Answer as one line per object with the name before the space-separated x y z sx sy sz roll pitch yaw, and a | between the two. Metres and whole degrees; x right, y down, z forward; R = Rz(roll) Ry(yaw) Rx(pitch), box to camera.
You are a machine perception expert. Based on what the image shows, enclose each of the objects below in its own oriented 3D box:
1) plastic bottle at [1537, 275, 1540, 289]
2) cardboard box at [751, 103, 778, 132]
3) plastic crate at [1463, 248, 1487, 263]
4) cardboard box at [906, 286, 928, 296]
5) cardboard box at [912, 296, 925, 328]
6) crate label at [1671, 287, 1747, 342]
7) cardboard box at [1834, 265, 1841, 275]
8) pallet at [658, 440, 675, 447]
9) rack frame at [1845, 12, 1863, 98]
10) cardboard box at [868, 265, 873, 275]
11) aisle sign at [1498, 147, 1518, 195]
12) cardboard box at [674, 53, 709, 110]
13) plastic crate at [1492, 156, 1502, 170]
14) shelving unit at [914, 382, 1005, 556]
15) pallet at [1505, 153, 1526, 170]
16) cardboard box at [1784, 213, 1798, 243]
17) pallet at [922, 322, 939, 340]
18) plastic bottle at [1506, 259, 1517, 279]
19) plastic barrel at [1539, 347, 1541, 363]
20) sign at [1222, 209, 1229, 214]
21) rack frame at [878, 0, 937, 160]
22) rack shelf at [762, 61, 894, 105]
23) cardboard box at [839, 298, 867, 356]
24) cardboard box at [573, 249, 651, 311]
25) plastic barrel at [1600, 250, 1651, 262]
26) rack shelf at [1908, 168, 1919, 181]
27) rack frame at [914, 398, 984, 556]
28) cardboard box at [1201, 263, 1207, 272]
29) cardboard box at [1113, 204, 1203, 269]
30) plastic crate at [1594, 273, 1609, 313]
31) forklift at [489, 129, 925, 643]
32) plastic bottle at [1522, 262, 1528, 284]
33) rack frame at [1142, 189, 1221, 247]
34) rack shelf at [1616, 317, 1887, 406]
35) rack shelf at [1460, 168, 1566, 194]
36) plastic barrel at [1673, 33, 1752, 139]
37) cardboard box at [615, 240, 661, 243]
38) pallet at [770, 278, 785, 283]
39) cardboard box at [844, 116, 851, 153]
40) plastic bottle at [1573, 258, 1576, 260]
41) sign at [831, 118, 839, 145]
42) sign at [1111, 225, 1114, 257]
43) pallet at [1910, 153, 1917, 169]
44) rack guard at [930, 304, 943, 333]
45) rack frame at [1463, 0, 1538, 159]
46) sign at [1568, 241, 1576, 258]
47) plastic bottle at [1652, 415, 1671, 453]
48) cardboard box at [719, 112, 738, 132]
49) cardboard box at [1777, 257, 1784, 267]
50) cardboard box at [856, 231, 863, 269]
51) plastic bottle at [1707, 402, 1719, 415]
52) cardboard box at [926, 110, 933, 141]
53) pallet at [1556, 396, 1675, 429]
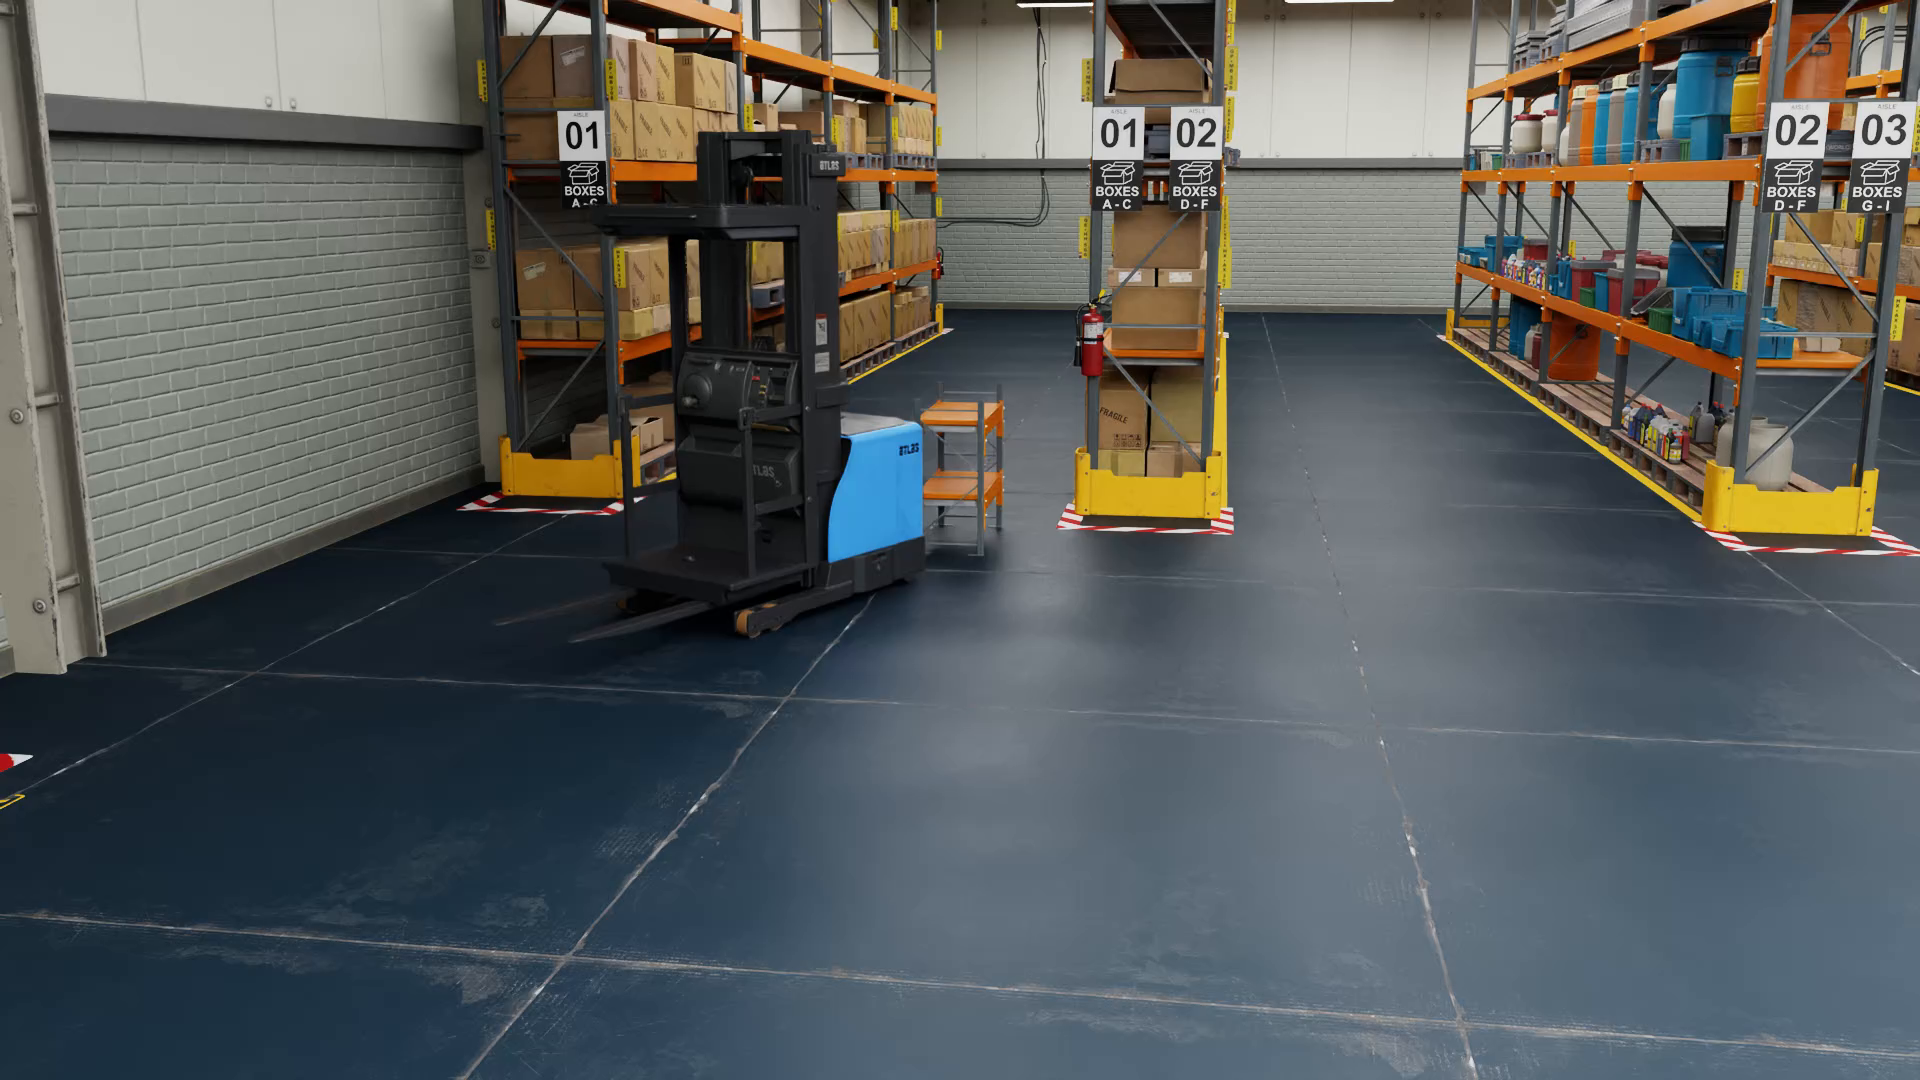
plastic bottle | 7.380 -3.291 21.115 0.097 0.201 0.097 0 12 0
cardboard box | -2.398 -4.775 19.176 0.500 0.500 0.500 1 12 7
plastic crate | 8.419 -4.633 27.127 0.416 0.233 0.300 2 12 9
cardboard box | -0.754 -4.303 28.738 0.380 0.149 0.250 2 12 8
cardboard box | -0.991 -3.915 28.475 0.700 0.500 0.500 2 12 8
crate label | 6.439 -1.942 14.301 0.502 0.435 0.616 2 12 9
cardboard box | 12.965 -3.929 24.199 0.380 0.149 0.250 2 12 8
pallet | -3.004 -0.928 16.297 1.003 0.211 1.213 2 12 9
rack frame | 13.778 -7.636 26.564 1.000 3.000 0.127 2 12 9
cardboard box | -1.478 -3.948 24.241 0.380 0.149 0.250 2 12 9
aisle sign | 9.184 -6.140 27.692 0.394 0.787 0.004 2 12 9
cardboard box | -2.704 -4.364 15.843 0.500 0.500 0.500 1 12 7
plastic crate | 8.035 -5.492 24.238 0.450 0.188 0.662 2 12 9
shelving unit | 0.001 -0.551 12.381 0.538 1.125 1.048 2 12 9
pallet | 8.245 -5.238 23.009 1.213 0.211 1.003 2 12 9
cardboard box | 13.360 -4.946 26.195 0.500 0.500 0.500 2 12 7
pallet | -0.951 -3.652 28.940 1.003 0.211 1.213 2 12 9
plastic bottle | 7.765 -3.810 23.347 0.152 0.276 0.135 2 12 9
plastic barrel | 7.710 -2.410 21.465 0.421 0.512 0.421 0 12 0
sign | 3.924 -4.741 24.623 0.100 0.325 0.005 2 12 9
rack frame | -0.905 -8.117 28.798 1.000 3.000 0.127 2 12 9
rack shelf | -1.828 -6.321 23.121 1.077 0.370 4.000 2 12 9
cardboard box | -1.752 -3.005 23.421 0.750 0.750 0.750 2 12 8
cardboard box | -2.996 -2.247 14.326 0.500 0.500 0.500 2 12 9
plastic barrel | 7.882 -3.158 19.705 0.600 0.536 0.708 2 12 9
rack shelf | 12.855 -4.569 21.160 1.077 0.370 4.000 2 12 9
rack frame | -0.077 -0.445 11.890 0.500 1.125 0.032 2 12 9
cardboard box | 1.921 -2.294 14.242 0.380 0.149 0.250 2 12 8
cardboard box | 1.622 -2.485 13.587 0.700 0.500 0.500 2 12 9
plastic crate | 6.901 -2.597 17.464 0.392 0.384 0.575 2 12 9
forklift | -1.488 -0.969 10.035 1.130 2.935 3.031 8 15 34
plastic bottle | 7.519 -3.543 22.092 0.061 0.283 0.133 2 12 9
rack frame | 2.760 -3.359 20.962 1.000 3.000 0.127 2 12 9
rack shelf | 6.731 -1.597 14.494 1.077 0.370 4.000 2 12 9
rack shelf | 8.576 -5.562 25.769 1.077 0.370 4.000 2 12 9
plastic barrel | 6.780 -4.078 14.991 0.600 0.901 0.708 2 12 9
cardboard box | -3.195 -2.687 16.372 0.500 0.500 0.500 2 12 10
pallet | -2.400 -3.012 19.805 1.003 0.211 1.213 2 12 9
cardboard box | -1.926 -5.682 23.338 0.700 0.500 0.500 2 12 9
plastic bottle | 8.110 -3.552 21.974 0.144 0.351 0.185 2 12 9
sign | -1.600 -5.220 21.249 0.100 0.325 0.005 2 12 9
sign | 1.607 -3.070 17.056 0.100 0.325 0.005 2 12 9
pallet | 13.070 -5.051 22.144 0.805 0.209 1.217 1 12 6
rack guard | -0.902 -3.968 29.717 1.175 0.500 0.348 2 12 9
rack frame | 8.884 -7.796 27.309 1.000 3.000 0.127 2 12 9
sign | 8.812 -4.148 23.963 0.100 0.325 0.005 2 12 9
plastic bottle | 6.381 -0.965 15.092 0.144 0.351 0.185 2 12 11
cardboard box | -2.585 -4.098 16.983 0.500 0.500 0.500 2 12 10
cardboard box | 13.359 -4.464 26.681 0.380 0.149 0.250 2 12 8
cardboard box | -1.641 -4.028 23.073 0.500 0.500 0.500 2 12 8
plastic bottle | 7.224 -1.142 15.917 0.144 0.351 0.185 2 12 7
cardboard box | -0.748 -7.037 28.248 0.500 0.500 0.500 2 12 8
pallet | 7.306 -1.422 18.590 1.003 0.211 1.213 2 12 9
